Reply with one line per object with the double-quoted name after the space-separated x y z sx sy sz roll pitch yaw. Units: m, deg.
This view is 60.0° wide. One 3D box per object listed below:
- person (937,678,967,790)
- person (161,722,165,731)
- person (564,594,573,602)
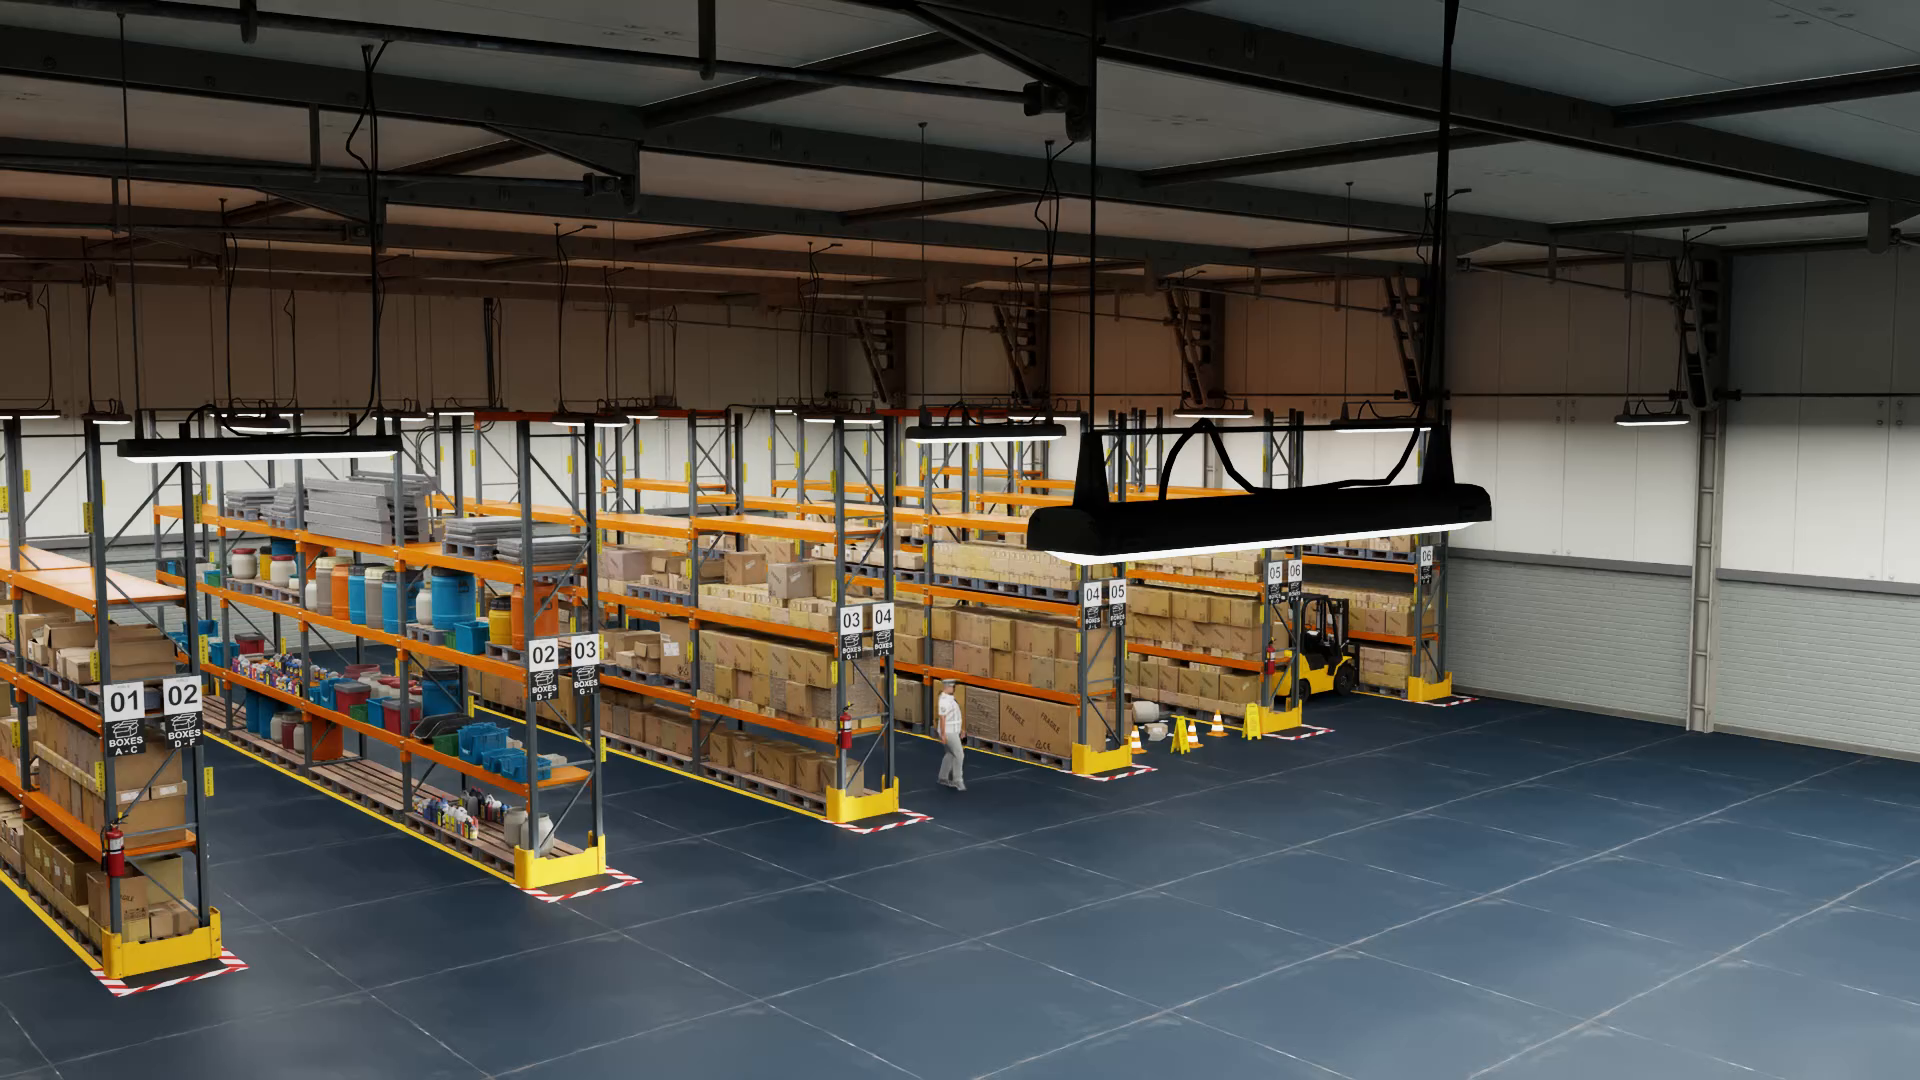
-0.108 3.144 26.787 0.534 1.828 0.564 0 5 3 "person"
-14.026 2.926 29.420 0.549 1.609 1.058 -5 7 -44 "person"
-9.470 1.992 40.288 0.483 1.597 0.541 3 6 28 "person"
